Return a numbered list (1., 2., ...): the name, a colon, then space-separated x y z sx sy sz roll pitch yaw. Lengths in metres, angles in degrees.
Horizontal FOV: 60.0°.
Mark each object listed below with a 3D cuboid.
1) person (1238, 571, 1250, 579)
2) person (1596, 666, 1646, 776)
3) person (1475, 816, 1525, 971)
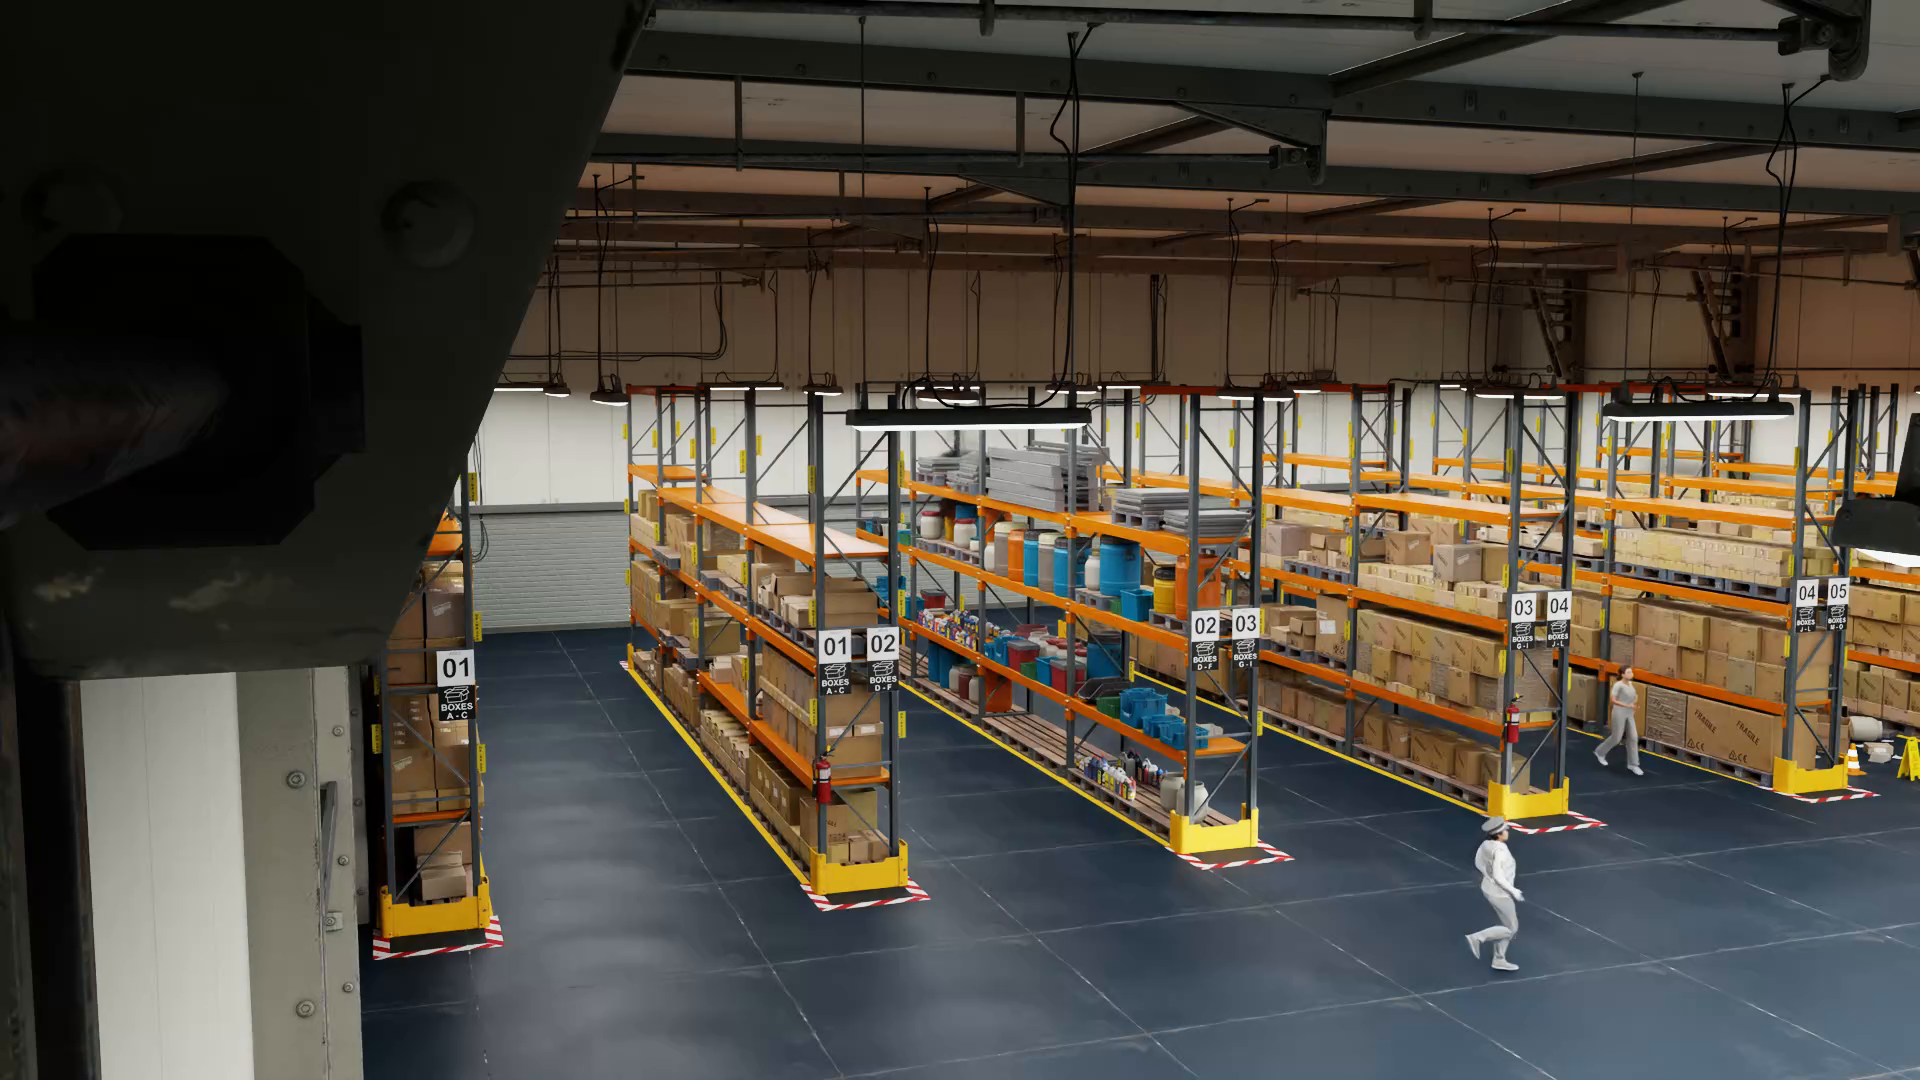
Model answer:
1. person: 7.056 1.276 41.124 0.811 1.664 0.614 -2 6 -21
2. person: 10.443 2.802 26.159 0.585 1.686 0.848 -4 7 -31
3. person: 5.668 3.715 17.475 0.555 1.657 0.616 0 6 -3
